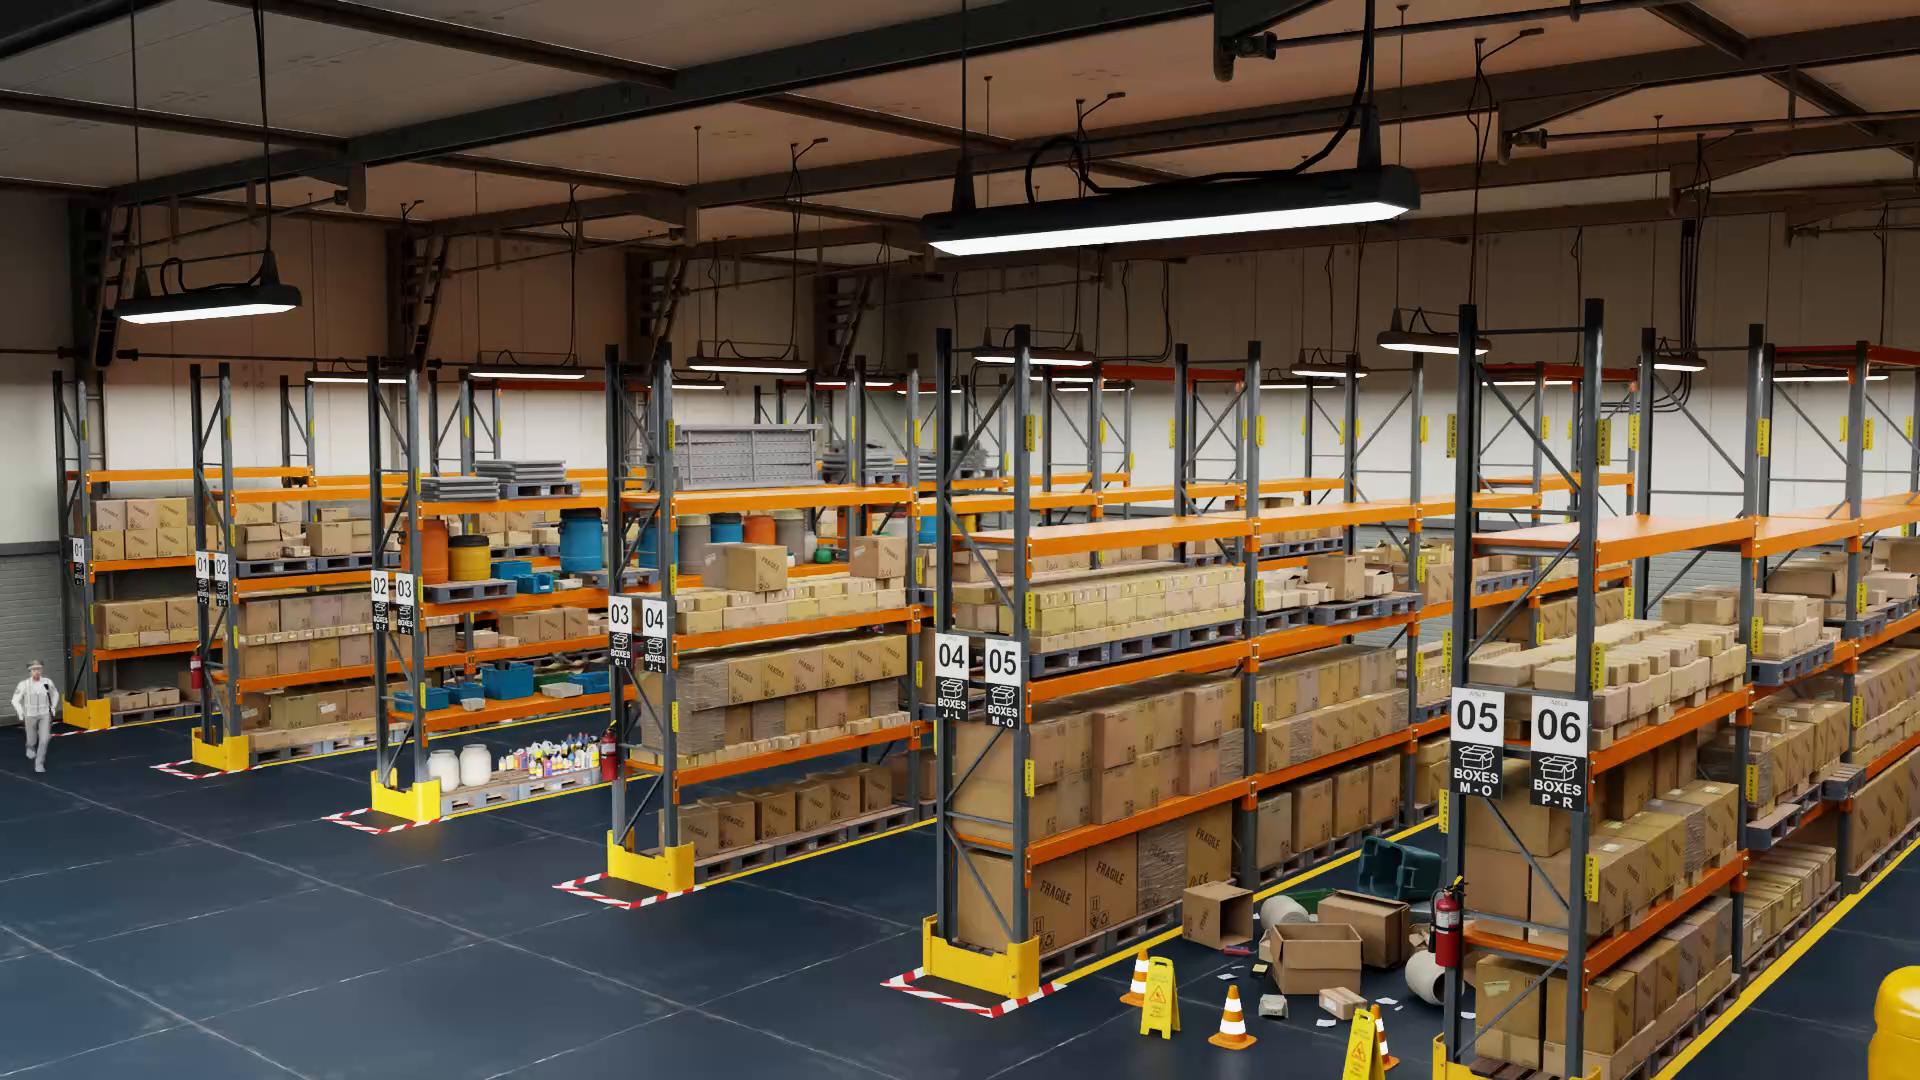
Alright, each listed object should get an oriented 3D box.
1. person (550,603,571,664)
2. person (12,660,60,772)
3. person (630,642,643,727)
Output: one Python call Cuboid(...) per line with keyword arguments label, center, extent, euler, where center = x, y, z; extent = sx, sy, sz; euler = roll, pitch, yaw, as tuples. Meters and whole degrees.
Cuboid(label="person", center=(-7.910, 1.933, 33.012), extent=(0.702, 1.715, 0.768), euler=(1, 4, 19))
Cuboid(label="person", center=(-13.637, 2.579, 24.562), extent=(0.629, 1.651, 0.652), euler=(-3, 5, -36))
Cuboid(label="person", center=(-5.559, 2.308, 28.226), extent=(0.668, 1.698, 0.987), euler=(2, 4, 21))
